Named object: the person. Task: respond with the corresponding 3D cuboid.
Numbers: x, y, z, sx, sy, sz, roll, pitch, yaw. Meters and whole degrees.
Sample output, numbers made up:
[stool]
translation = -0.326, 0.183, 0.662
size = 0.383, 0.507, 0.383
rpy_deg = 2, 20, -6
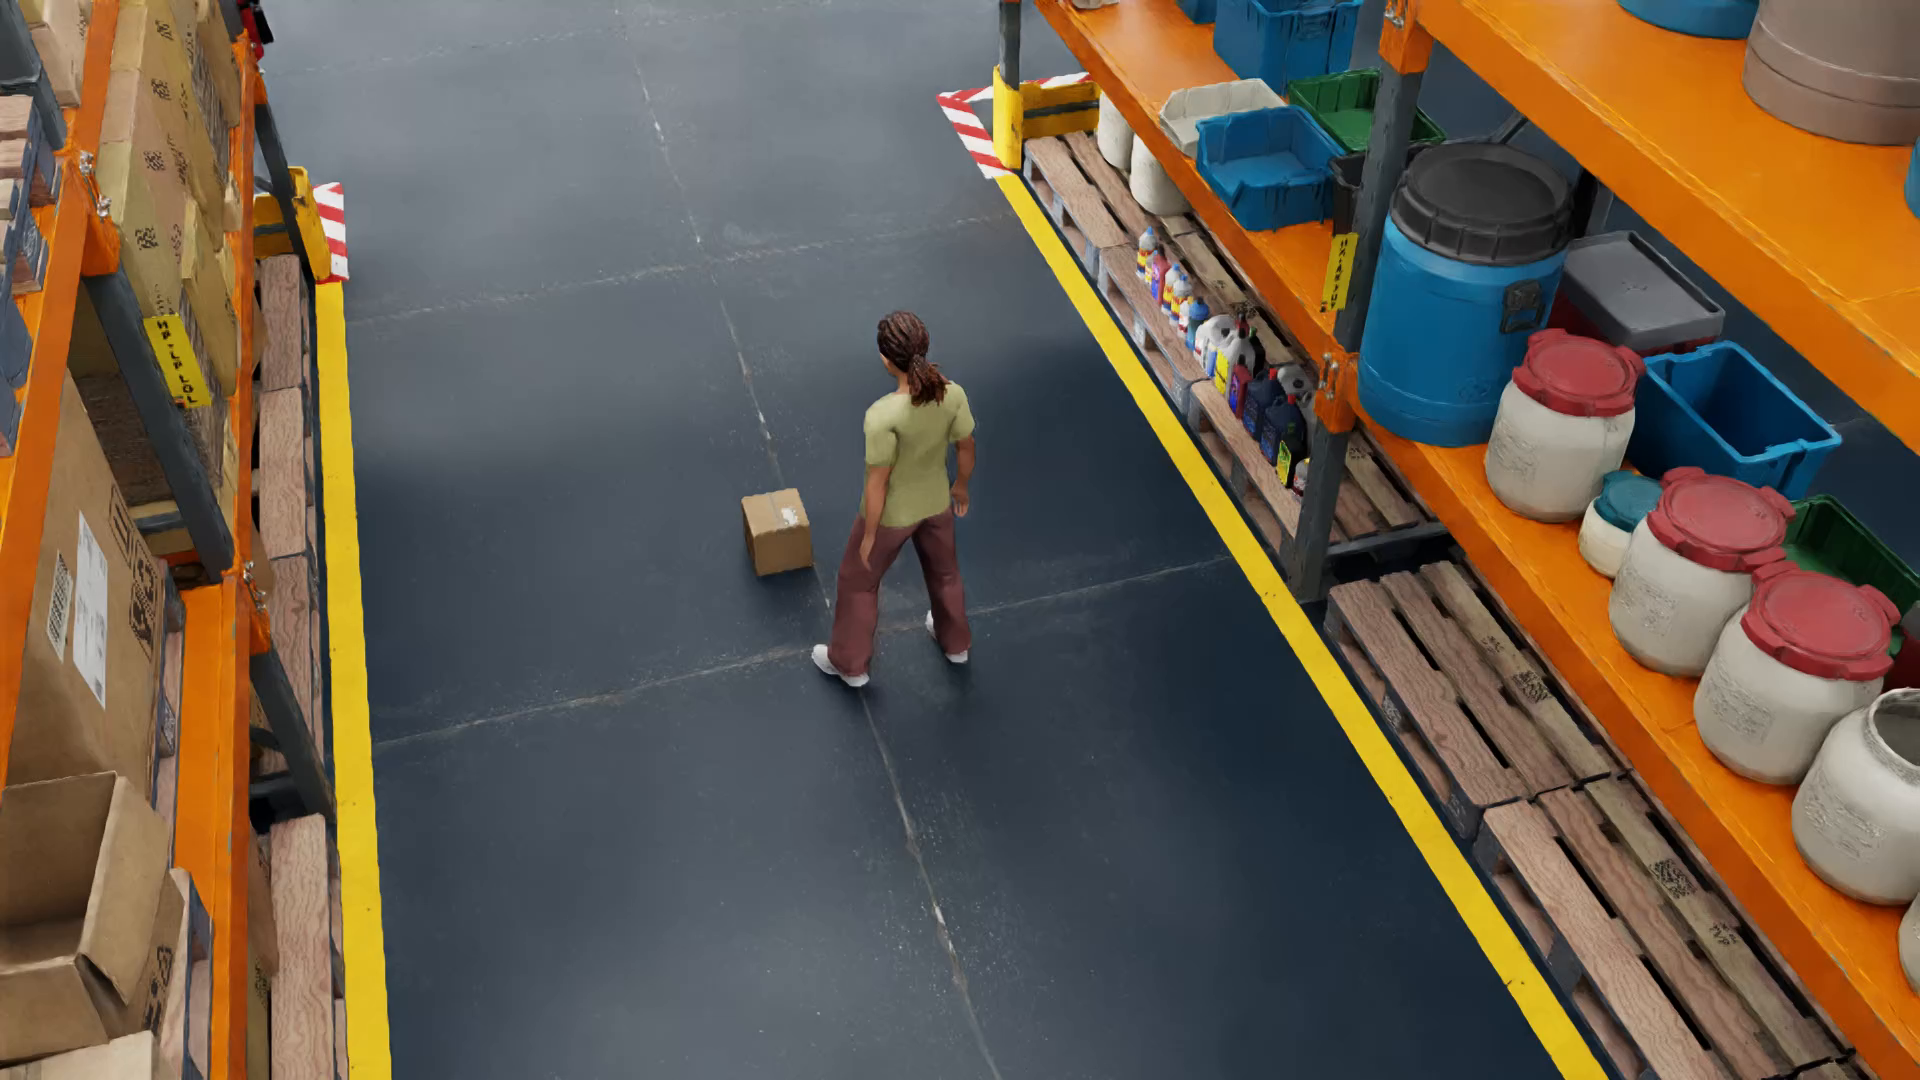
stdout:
[person]
translation = -0.258, -0.132, 6.275
size = 0.597, 1.674, 0.445
rpy_deg = -25, 48, -25
